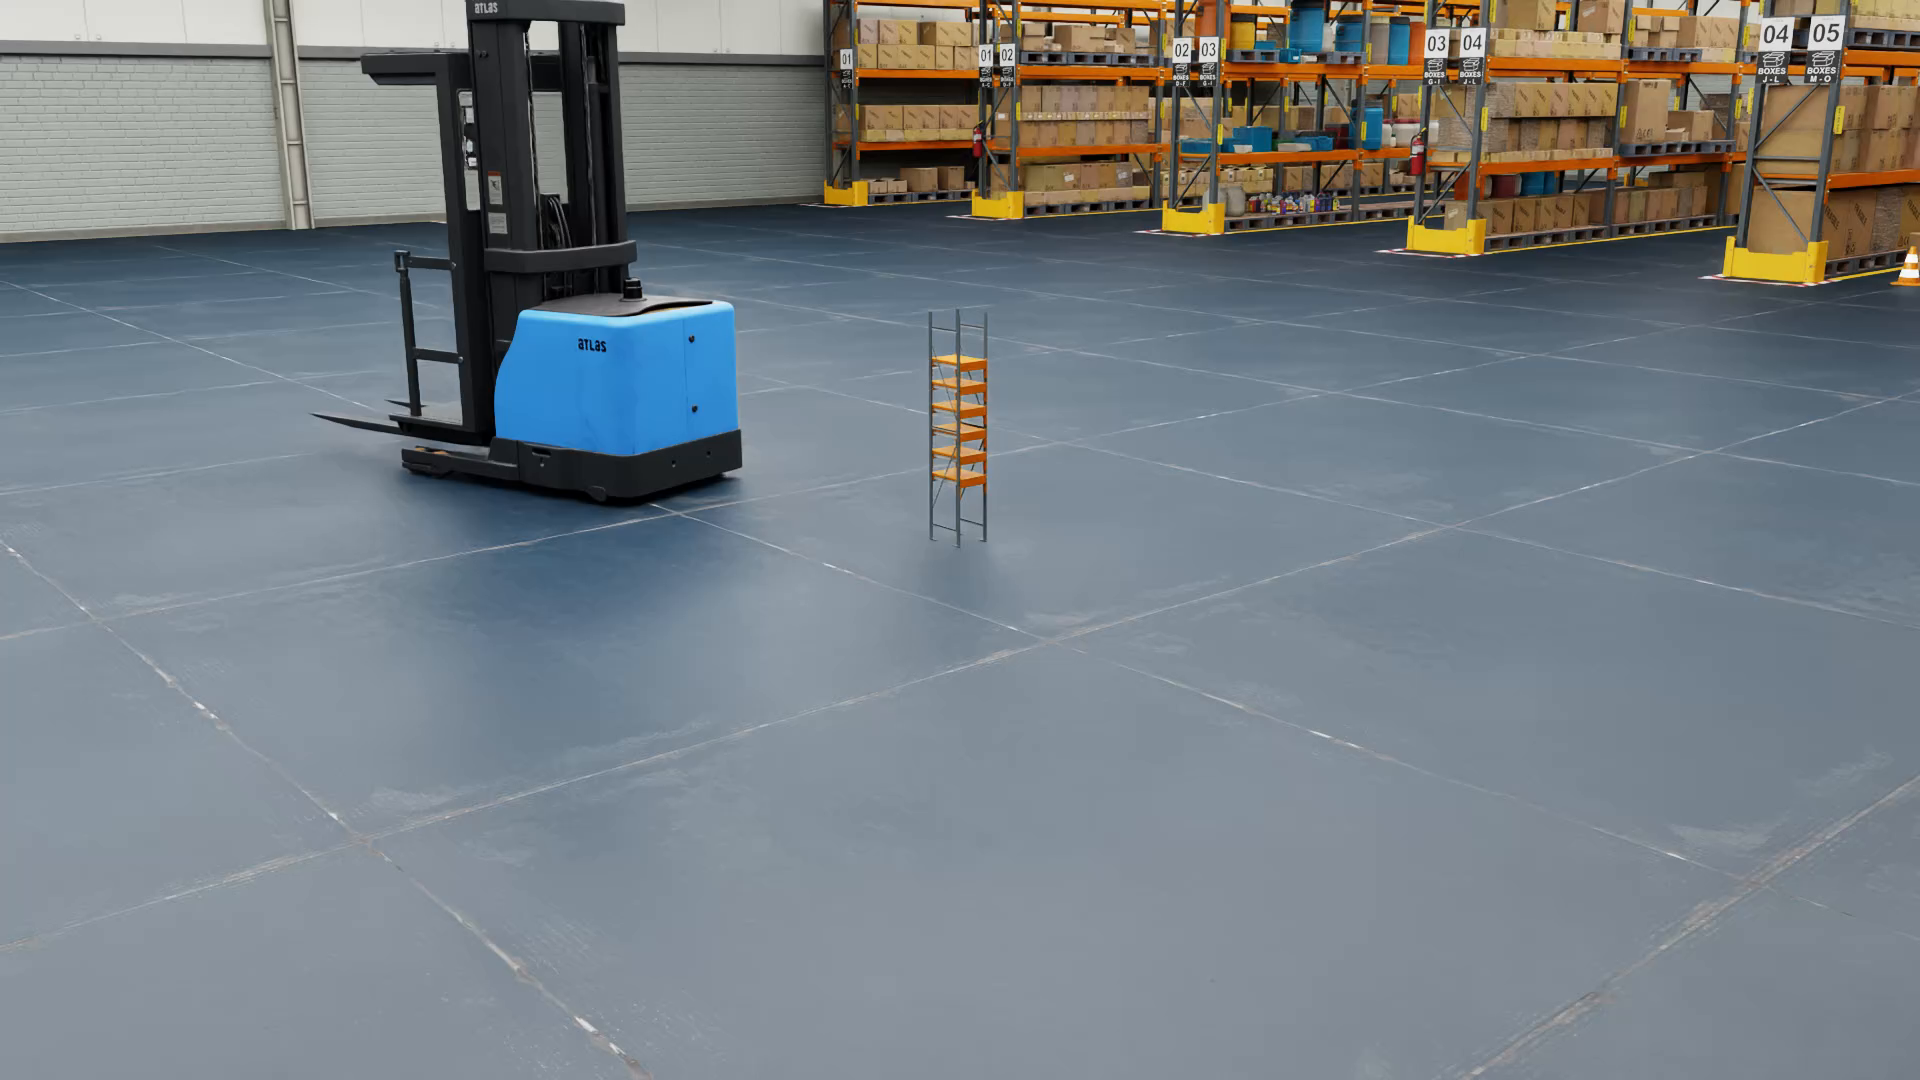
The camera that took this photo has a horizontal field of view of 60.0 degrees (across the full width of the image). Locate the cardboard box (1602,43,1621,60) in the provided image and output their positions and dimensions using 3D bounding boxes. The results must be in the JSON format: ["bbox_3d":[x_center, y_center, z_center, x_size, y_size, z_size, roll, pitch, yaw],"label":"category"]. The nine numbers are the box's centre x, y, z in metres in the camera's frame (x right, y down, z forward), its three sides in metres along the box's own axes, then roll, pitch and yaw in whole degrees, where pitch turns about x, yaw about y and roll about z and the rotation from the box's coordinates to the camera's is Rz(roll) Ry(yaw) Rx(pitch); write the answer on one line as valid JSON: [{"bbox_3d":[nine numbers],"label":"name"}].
[{"bbox_3d":[10.082,-7.712,26.286,0.500,0.250,0.500,-12,19,-37],"label":"cardboard box"}]

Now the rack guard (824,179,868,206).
[{"bbox_3d":[-2.460,-7.483,35.797,0.348,0.500,1.175,-13,19,-39],"label":"rack guard"}]

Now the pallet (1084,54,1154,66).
[{"bbox_3d":[3.128,-9.649,33.420,1.213,0.211,1.003,-13,19,-39],"label":"pallet"}]

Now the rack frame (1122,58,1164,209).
[{"bbox_3d":[3.754,-8.392,34.355,0.127,3.000,1.000,-13,19,-39],"label":"rack frame"}]

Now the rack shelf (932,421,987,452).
[{"bbox_3d":[-0.011,-0.534,8.597,0.180,0.103,0.258,-13,19,-39],"label":"rack shelf"}]

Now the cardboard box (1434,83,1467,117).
[{"bbox_3d":[7.490,-6.602,24.945,0.500,0.500,0.500,-13,19,-39],"label":"cardboard box"}]

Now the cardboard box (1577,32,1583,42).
[{"bbox_3d":[9.370,-7.753,25.668,0.250,0.149,0.380,-12,19,-37],"label":"cardboard box"}]

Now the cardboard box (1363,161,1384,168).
[{"bbox_3d":[10.033,-8.904,40.263,0.500,0.500,0.500,-13,19,-39],"label":"cardboard box"}]

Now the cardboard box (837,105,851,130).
[{"bbox_3d":[-2.302,-9.099,35.800,0.500,0.500,0.500,-13,20,-40],"label":"cardboard box"}]

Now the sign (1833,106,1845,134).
[{"bbox_3d":[10.776,-5.150,20.387,0.005,0.325,0.100,-13,19,-39],"label":"sign"}]

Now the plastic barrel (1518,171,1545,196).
[{"bbox_3d":[12.082,-7.763,35.251,0.708,0.901,0.600,-13,19,-39],"label":"plastic barrel"}]

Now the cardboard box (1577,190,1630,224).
[{"bbox_3d":[10.732,-5.568,27.772,0.700,0.500,0.500,14,21,43],"label":"cardboard box"}]

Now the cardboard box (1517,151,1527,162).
[{"bbox_3d":[8.376,-5.831,25.255,0.250,0.149,0.380,-13,19,-39],"label":"cardboard box"}]

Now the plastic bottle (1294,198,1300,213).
[{"bbox_3d":[6.045,-6.000,29.833,0.097,0.271,0.097,0,15,0],"label":"plastic bottle"}]

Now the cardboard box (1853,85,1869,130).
[{"bbox_3d":[11.076,-5.563,21.381,0.550,0.550,0.875,-13,19,-39],"label":"cardboard box"}]

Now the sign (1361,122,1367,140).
[{"bbox_3d":[7.356,-7.452,30.299,0.005,0.325,0.100,-13,19,-39],"label":"sign"}]

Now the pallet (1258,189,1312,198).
[{"bbox_3d":[7.360,-7.842,37.698,1.213,0.211,1.003,-13,19,-39],"label":"pallet"}]

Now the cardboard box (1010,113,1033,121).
[{"bbox_3d":[1.174,-8.101,31.814,0.250,0.149,0.380,-13,20,-40],"label":"cardboard box"}]

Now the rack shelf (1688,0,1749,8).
[{"bbox_3d":[11.763,-9.159,27.772,4.000,0.370,1.077,-13,19,-39],"label":"rack shelf"}]

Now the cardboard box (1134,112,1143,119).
[{"bbox_3d":[3.502,-8.625,33.775,0.250,0.149,0.380,-13,20,-41],"label":"cardboard box"}]

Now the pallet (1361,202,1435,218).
[{"bbox_3d":[8.491,-6.428,32.407,1.213,0.211,1.003,-13,19,-39],"label":"pallet"}]

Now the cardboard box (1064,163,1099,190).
[{"bbox_3d":[2.421,-7.252,33.150,0.500,0.500,0.500,-13,19,-39],"label":"cardboard box"}]

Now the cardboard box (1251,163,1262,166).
[{"bbox_3d":[7.547,-9.897,44.021,0.500,0.500,0.700,-13,20,-40],"label":"cardboard box"}]

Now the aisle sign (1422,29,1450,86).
[{"bbox_3d":[6.993,-7.089,24.440,0.004,0.787,0.394,-13,19,-39],"label":"aisle sign"}]

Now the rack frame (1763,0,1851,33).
[{"bbox_3d":[10.417,-7.701,20.143,0.127,3.000,1.000,-13,19,-39],"label":"rack frame"}]

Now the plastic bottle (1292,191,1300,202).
[{"bbox_3d":[6.216,-6.276,30.713,0.185,0.351,0.144,-13,19,-39],"label":"plastic bottle"}]

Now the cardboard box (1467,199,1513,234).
[{"bbox_3d":[8.147,-4.991,25.652,0.500,0.500,0.500,-7,17,-25],"label":"cardboard box"}]

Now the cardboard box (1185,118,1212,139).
[{"bbox_3d":[5.120,-8.741,35.469,0.500,0.500,0.500,-13,19,-39],"label":"cardboard box"}]

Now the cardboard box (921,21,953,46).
[{"bbox_3d":[-0.494,-11.023,36.222,0.500,0.500,0.500,-14,20,-41],"label":"cardboard box"}]

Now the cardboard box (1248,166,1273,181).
[{"bbox_3d":[6.538,-8.078,36.609,0.500,0.311,0.500,-12,19,-38],"label":"cardboard box"}]

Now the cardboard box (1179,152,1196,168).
[{"bbox_3d":[5.461,-9.589,42.187,0.750,0.750,0.750,-12,19,-38],"label":"cardboard box"}]

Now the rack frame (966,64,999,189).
[{"bbox_3d":[0.500,-9.356,37.963,0.127,3.000,1.000,-13,19,-39],"label":"rack frame"}]

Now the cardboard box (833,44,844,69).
[{"bbox_3d":[-2.369,-10.305,35.473,0.500,0.500,0.500,-11,18,-35],"label":"cardboard box"}]

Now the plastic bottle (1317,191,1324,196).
[{"bbox_3d":[6.612,-6.223,30.514,0.185,0.351,0.144,-13,19,-39],"label":"plastic bottle"}]

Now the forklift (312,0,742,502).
[{"bbox_3d":[-2.845,-1.899,10.180,3.031,2.935,1.130,9,18,31],"label":"forklift"}]

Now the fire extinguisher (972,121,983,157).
[{"bbox_3d":[0.343,-7.748,32.092,0.183,0.674,0.296,-13,19,-39],"label":"fire extinguisher"}]

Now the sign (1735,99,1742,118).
[{"bbox_3d":[13.635,-7.558,29.141,0.005,0.325,0.100,-13,19,-39],"label":"sign"}]

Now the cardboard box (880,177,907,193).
[{"bbox_3d":[-1.507,-7.788,36.451,0.500,0.311,0.500,-11,18,-35],"label":"cardboard box"}]

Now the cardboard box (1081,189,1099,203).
[{"bbox_3d":[2.420,-6.890,33.247,0.500,0.250,0.500,-13,19,-39],"label":"cardboard box"}]

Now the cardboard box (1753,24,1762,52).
[{"bbox_3d":[14.278,-9.122,30.266,0.500,0.500,0.500,-11,19,-36],"label":"cardboard box"}]

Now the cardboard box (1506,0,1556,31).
[{"bbox_3d":[8.534,-7.867,24.838,0.500,0.500,0.500,-13,20,-40],"label":"cardboard box"}]

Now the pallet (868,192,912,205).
[{"bbox_3d":[-1.824,-7.475,36.324,1.213,0.211,1.003,-13,19,-39],"label":"pallet"}]

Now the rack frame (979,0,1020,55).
[{"bbox_3d":[0.737,-10.613,31.044,0.127,3.000,1.000,-13,19,-39],"label":"rack frame"}]

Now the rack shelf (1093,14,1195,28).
[{"bbox_3d":[5.026,-12.730,41.139,4.000,0.370,1.077,-13,19,-39],"label":"rack shelf"}]

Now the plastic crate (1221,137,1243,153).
[{"bbox_3d":[4.660,-6.930,29.168,0.408,0.251,0.499,-13,19,-39],"label":"plastic crate"}]

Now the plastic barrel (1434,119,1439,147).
[{"bbox_3d":[9.385,-7.943,32.457,0.421,0.512,0.421,0,15,0],"label":"plastic barrel"}]

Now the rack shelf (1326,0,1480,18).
[{"bbox_3d":[8.512,-10.124,31.381,4.000,0.370,1.077,-13,19,-39],"label":"rack shelf"}]

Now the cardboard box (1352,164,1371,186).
[{"bbox_3d":[9.227,-8.531,38.865,0.500,0.500,0.500,-13,19,-39],"label":"cardboard box"}]

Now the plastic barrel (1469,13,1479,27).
[{"bbox_3d":[10.451,-10.060,33.141,0.708,0.830,0.600,-13,19,-39],"label":"plastic barrel"}]

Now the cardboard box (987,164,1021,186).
[{"bbox_3d":[1.044,-8.489,38.708,0.500,0.500,0.700,-12,19,-38],"label":"cardboard box"}]

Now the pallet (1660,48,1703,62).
[{"bbox_3d":[11.570,-8.081,27.744,1.003,0.211,1.213,-13,19,-39],"label":"pallet"}]

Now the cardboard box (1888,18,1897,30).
[{"bbox_3d":[11.647,-6.548,21.120,0.250,0.149,0.380,-13,19,-39],"label":"cardboard box"}]

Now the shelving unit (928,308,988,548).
[{"bbox_3d":[-0.011,-0.577,8.586,0.189,1.200,0.258,-13,19,-39],"label":"shelving unit"}]

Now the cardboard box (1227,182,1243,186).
[{"bbox_3d":[5.767,-7.635,36.035,0.500,0.250,0.500,-12,19,-38],"label":"cardboard box"}]
